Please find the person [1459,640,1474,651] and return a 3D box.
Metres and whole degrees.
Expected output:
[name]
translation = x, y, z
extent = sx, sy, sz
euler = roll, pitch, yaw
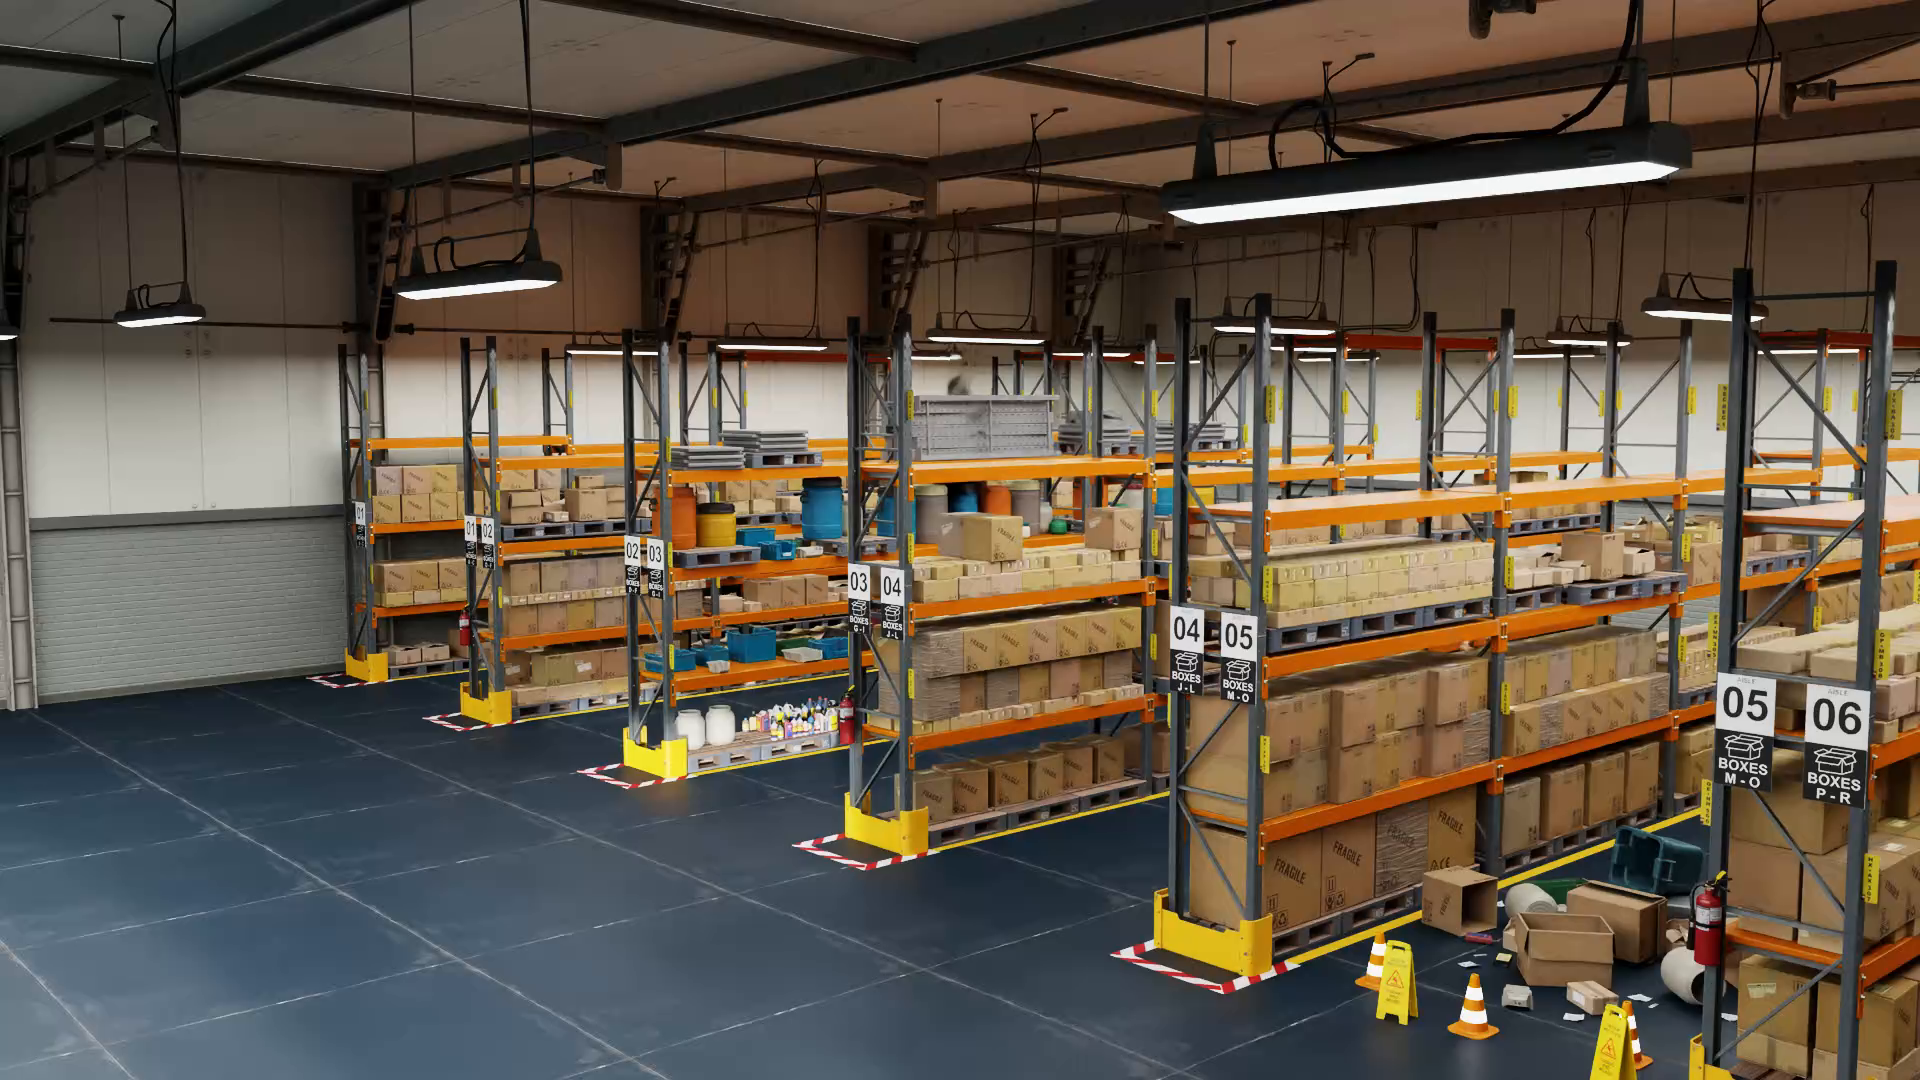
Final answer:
[person]
translation = 7.182, 2.224, 23.622
extent = 0.681, 1.723, 0.564
euler = -5, 7, -43
